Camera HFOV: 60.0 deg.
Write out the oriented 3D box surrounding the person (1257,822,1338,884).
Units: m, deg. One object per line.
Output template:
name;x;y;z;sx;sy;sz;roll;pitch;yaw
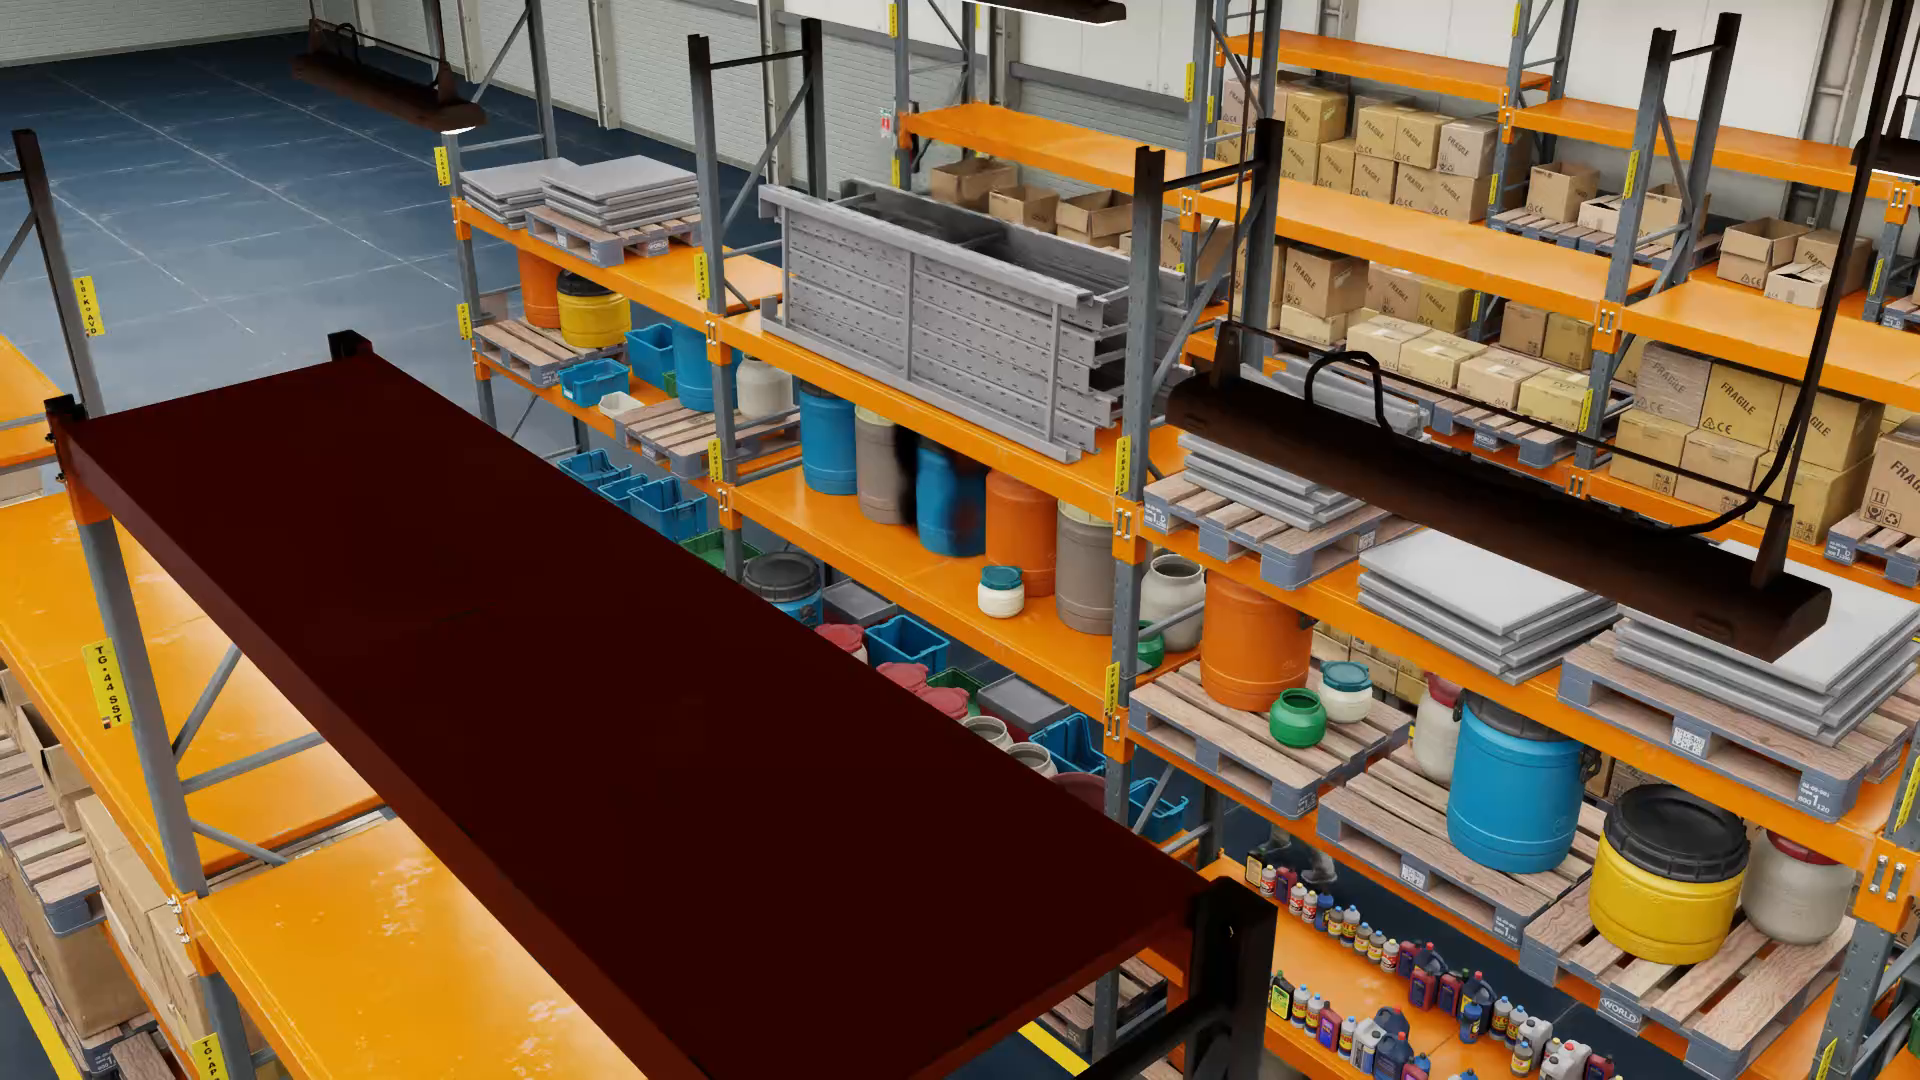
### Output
person;2.540;1.775;12.258;0.767;1.728;0.580;19;33;33
